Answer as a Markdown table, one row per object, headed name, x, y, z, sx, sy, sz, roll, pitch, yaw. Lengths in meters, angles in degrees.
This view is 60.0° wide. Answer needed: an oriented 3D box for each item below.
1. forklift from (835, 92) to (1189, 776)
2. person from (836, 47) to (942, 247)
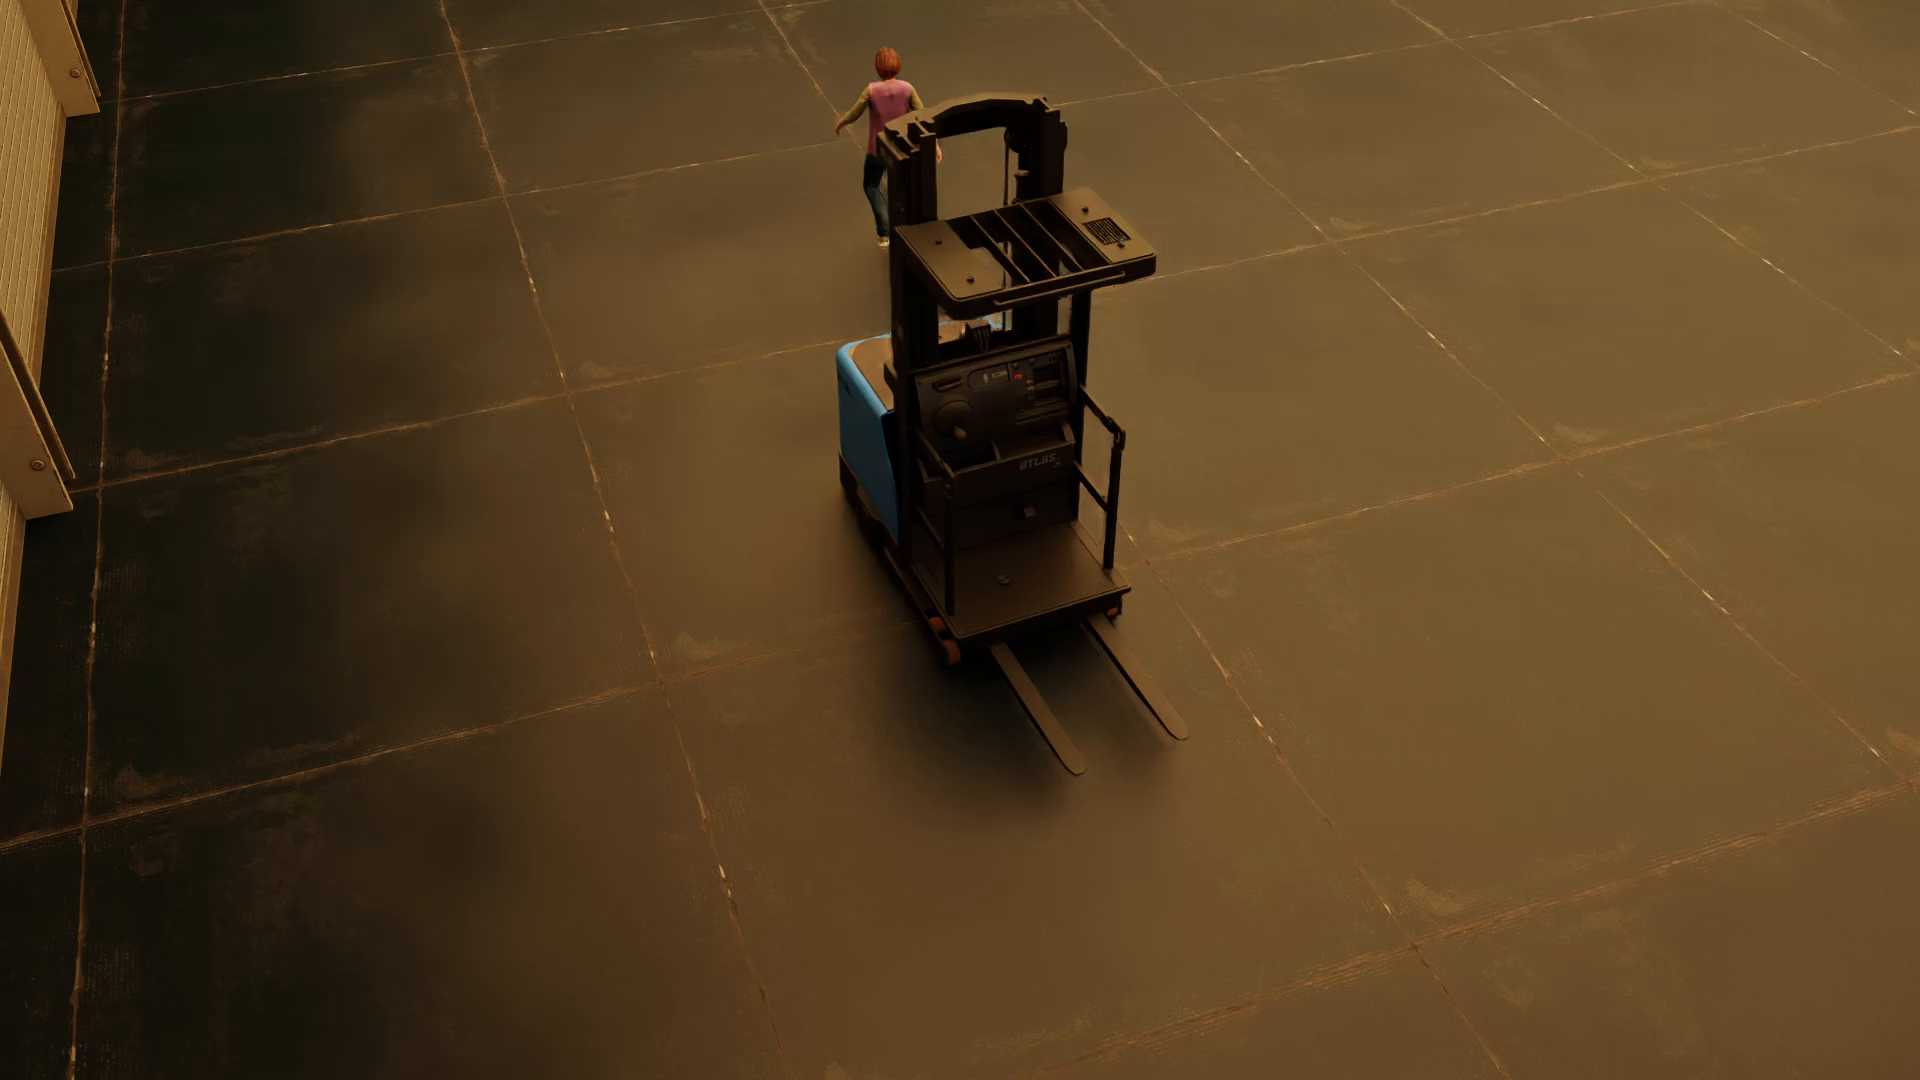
| name | x | y | z | sx | sy | sz | roll | pitch | yaw |
| --- | --- | --- | --- | --- | --- | --- | --- | --- | --- |
| forklift | 0.288 | -0.726 | 8.861 | 1.130 | 2.935 | 3.031 | -16 | 43 | -18 |
| person | -0.522 | -2.951 | 12.568 | 0.715 | 1.579 | 0.622 | -12 | 41 | -14 |
